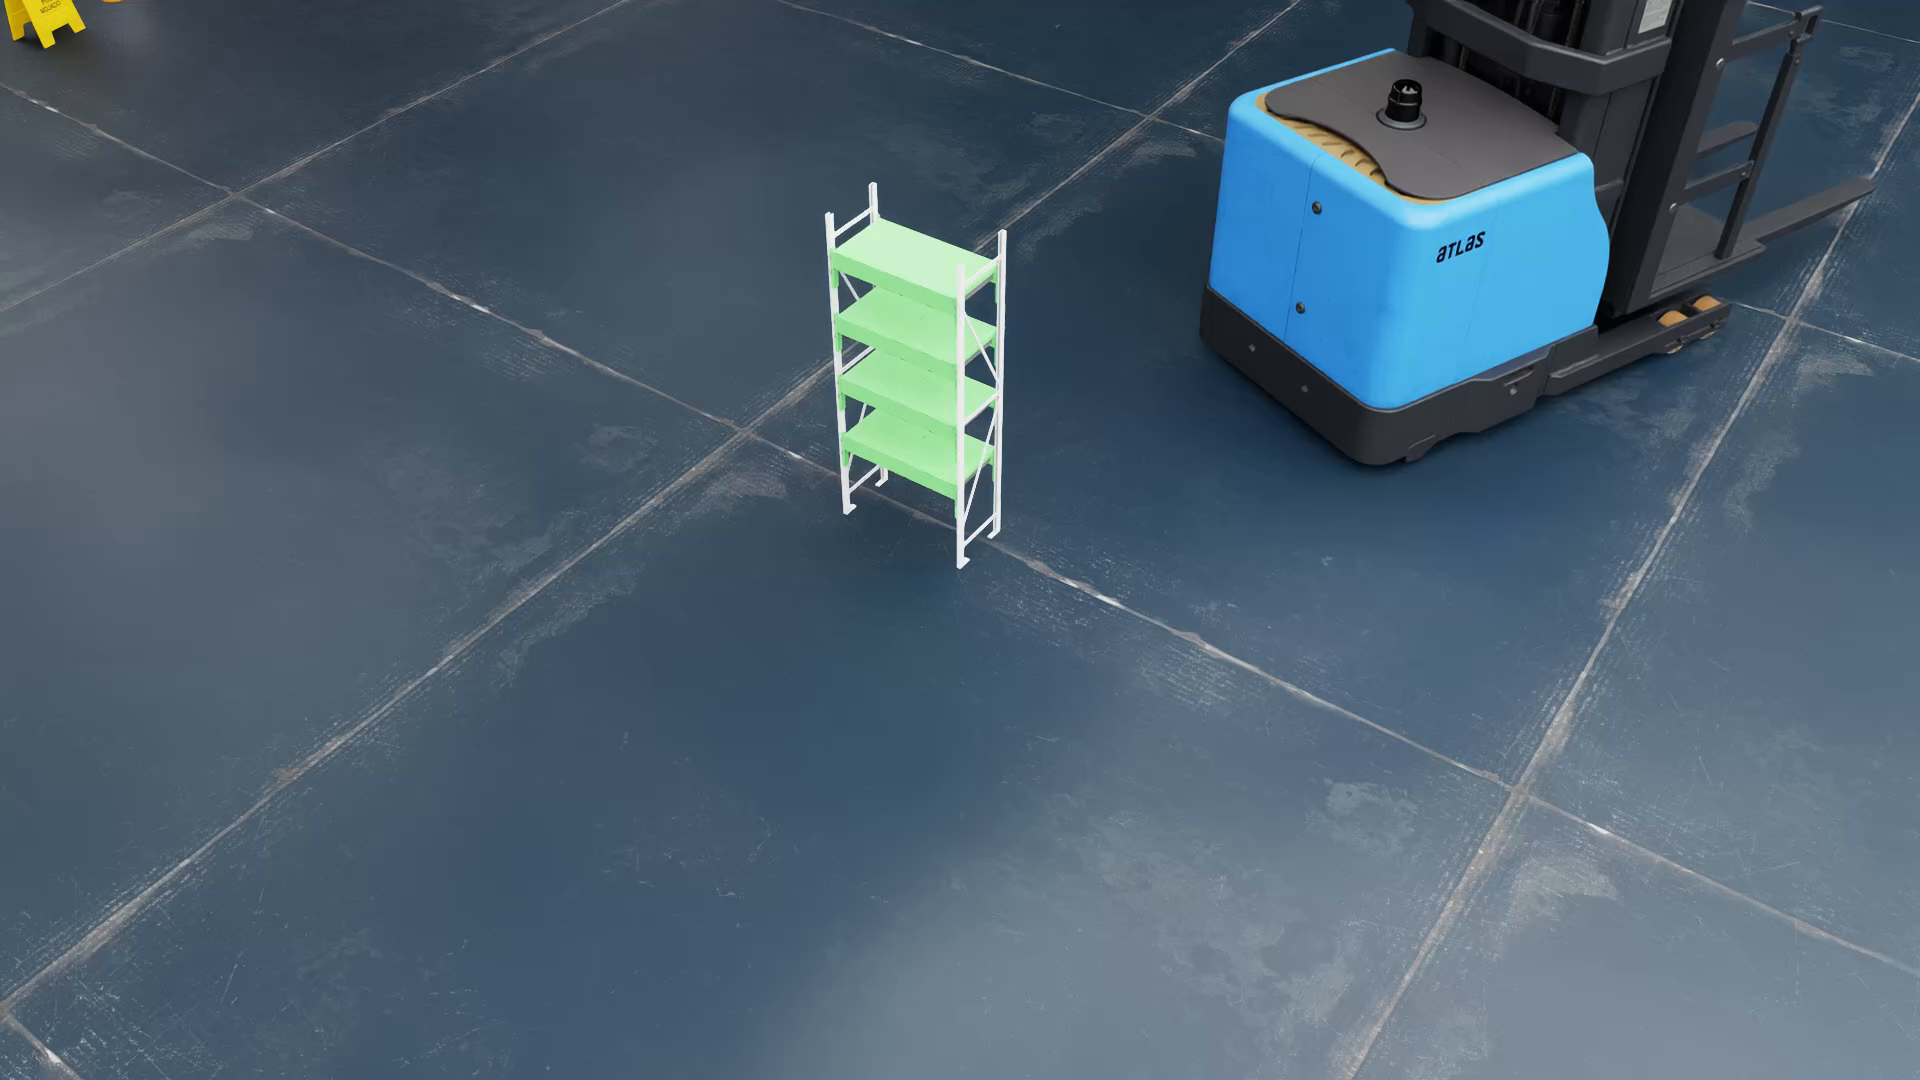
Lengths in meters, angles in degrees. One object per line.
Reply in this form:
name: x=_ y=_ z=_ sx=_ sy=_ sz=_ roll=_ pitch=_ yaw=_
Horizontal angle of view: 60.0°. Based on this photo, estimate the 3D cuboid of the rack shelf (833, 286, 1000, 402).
rack shelf: x=-0.136 y=-0.642 z=5.303 sx=0.480 sy=0.148 sz=0.258 roll=25 pitch=48 yaw=25

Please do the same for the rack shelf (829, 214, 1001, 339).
rack shelf: x=-0.136 y=-0.821 z=5.143 sx=0.480 sy=0.148 sz=0.258 roll=25 pitch=48 yaw=25

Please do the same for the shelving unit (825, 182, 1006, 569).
shelving unit: x=-0.136 y=-0.511 z=5.421 sx=0.503 sy=1.200 sz=0.258 roll=25 pitch=48 yaw=25

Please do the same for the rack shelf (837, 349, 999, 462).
rack shelf: x=-0.136 y=-0.463 z=5.463 sx=0.480 sy=0.148 sz=0.258 roll=25 pitch=48 yaw=25

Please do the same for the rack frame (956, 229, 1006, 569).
rack frame: x=0.064 y=-0.417 z=5.316 sx=0.015 sy=1.200 sz=0.240 roll=25 pitch=48 yaw=25

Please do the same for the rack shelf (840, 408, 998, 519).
rack shelf: x=-0.136 y=-0.284 z=5.623 sx=0.480 sy=0.148 sz=0.258 roll=25 pitch=48 yaw=25

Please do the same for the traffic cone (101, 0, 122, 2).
traffic cone: x=-4.621 y=-3.216 z=8.997 sx=0.334 sy=0.463 sz=0.336 roll=25 pitch=48 yaw=25

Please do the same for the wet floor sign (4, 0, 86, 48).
wet floor sign: x=-4.768 y=-2.889 z=8.495 sx=0.232 sy=0.644 sz=0.267 roll=17 pitch=45 yaw=18

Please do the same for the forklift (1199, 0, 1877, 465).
forklift: x=2.466 y=-2.107 z=5.906 sx=3.031 sy=2.935 sz=1.130 roll=-22 pitch=46 yaw=-23

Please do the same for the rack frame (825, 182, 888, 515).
rack frame: x=-0.335 y=-0.604 z=5.525 sx=0.015 sy=1.200 sz=0.240 roll=25 pitch=48 yaw=25
